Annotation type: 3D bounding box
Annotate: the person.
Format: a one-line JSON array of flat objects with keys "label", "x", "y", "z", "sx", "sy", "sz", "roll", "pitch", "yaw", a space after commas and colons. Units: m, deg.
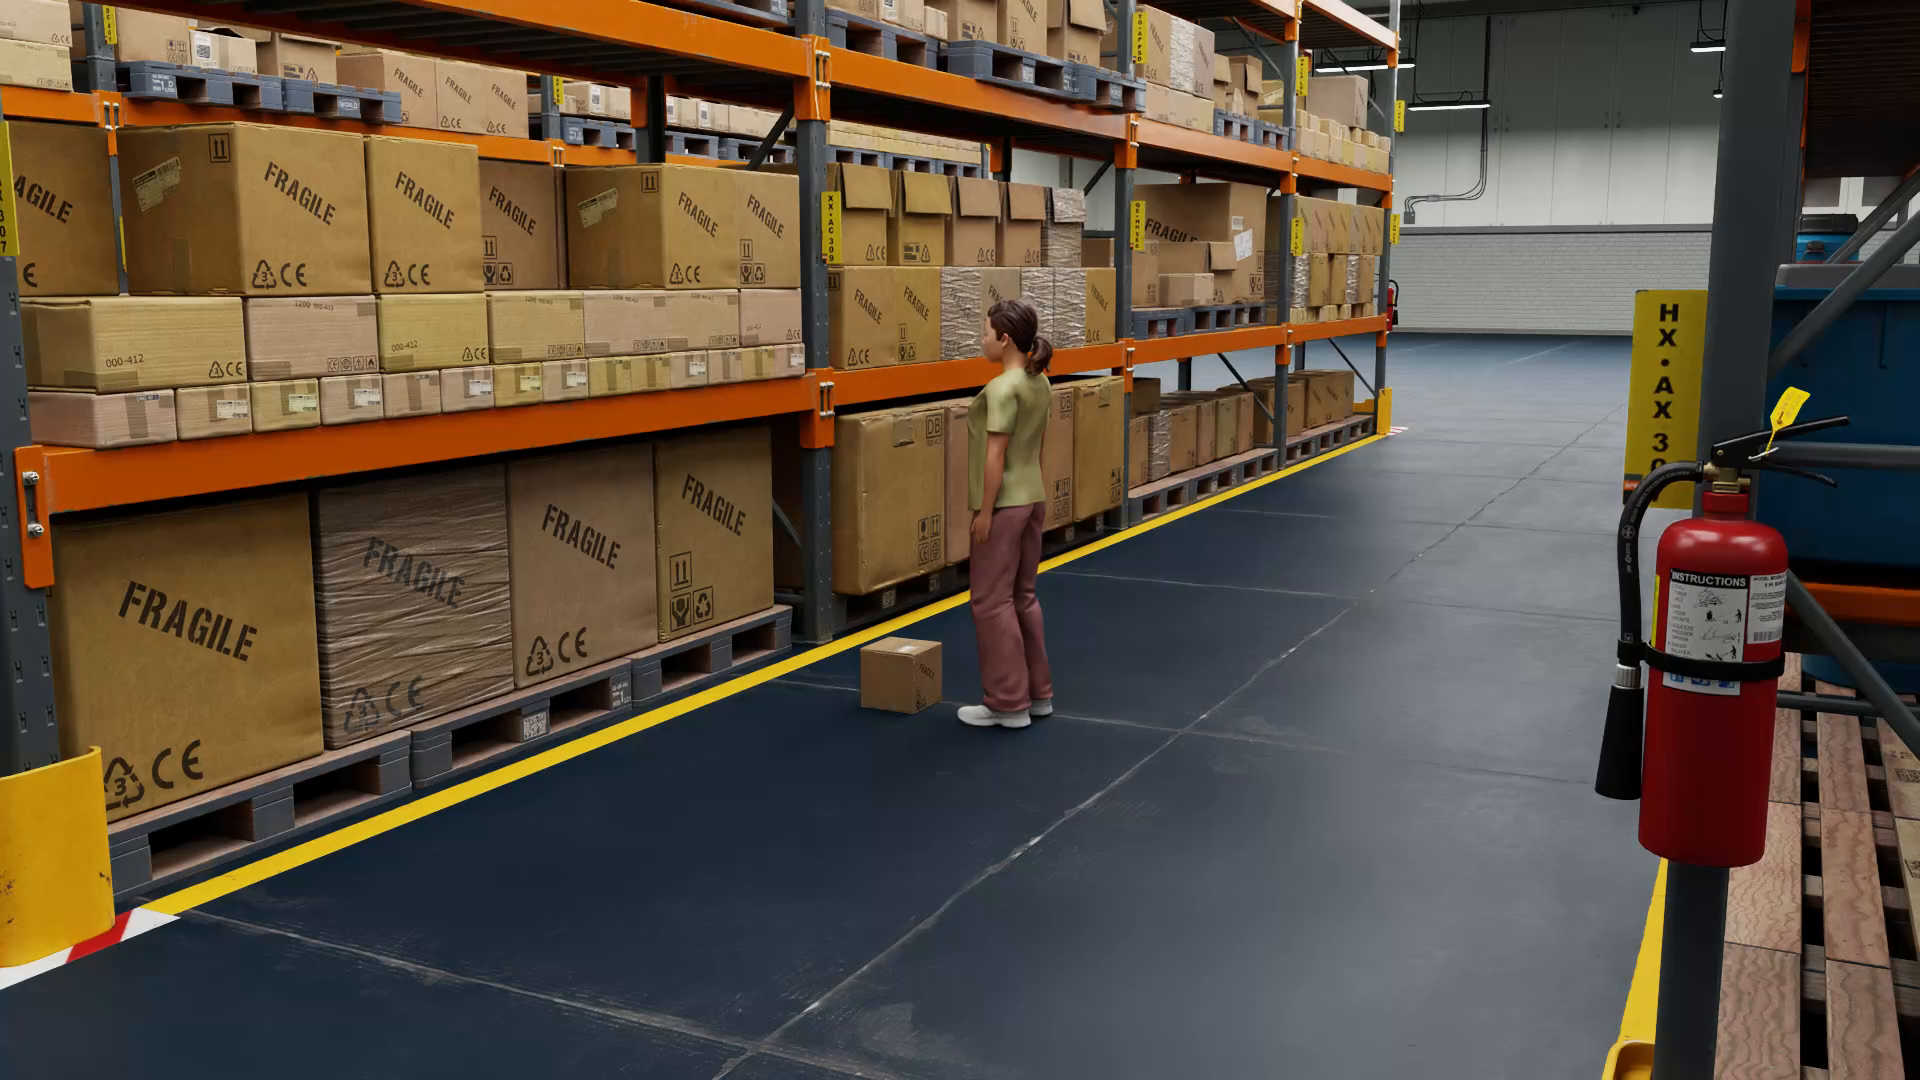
[{"label": "person", "x": 0.197, "y": -0.103, "z": 6.540, "sx": 0.354, "sy": 1.670, "sz": 0.441, "roll": 5, "pitch": 10, "yaw": 27}]
